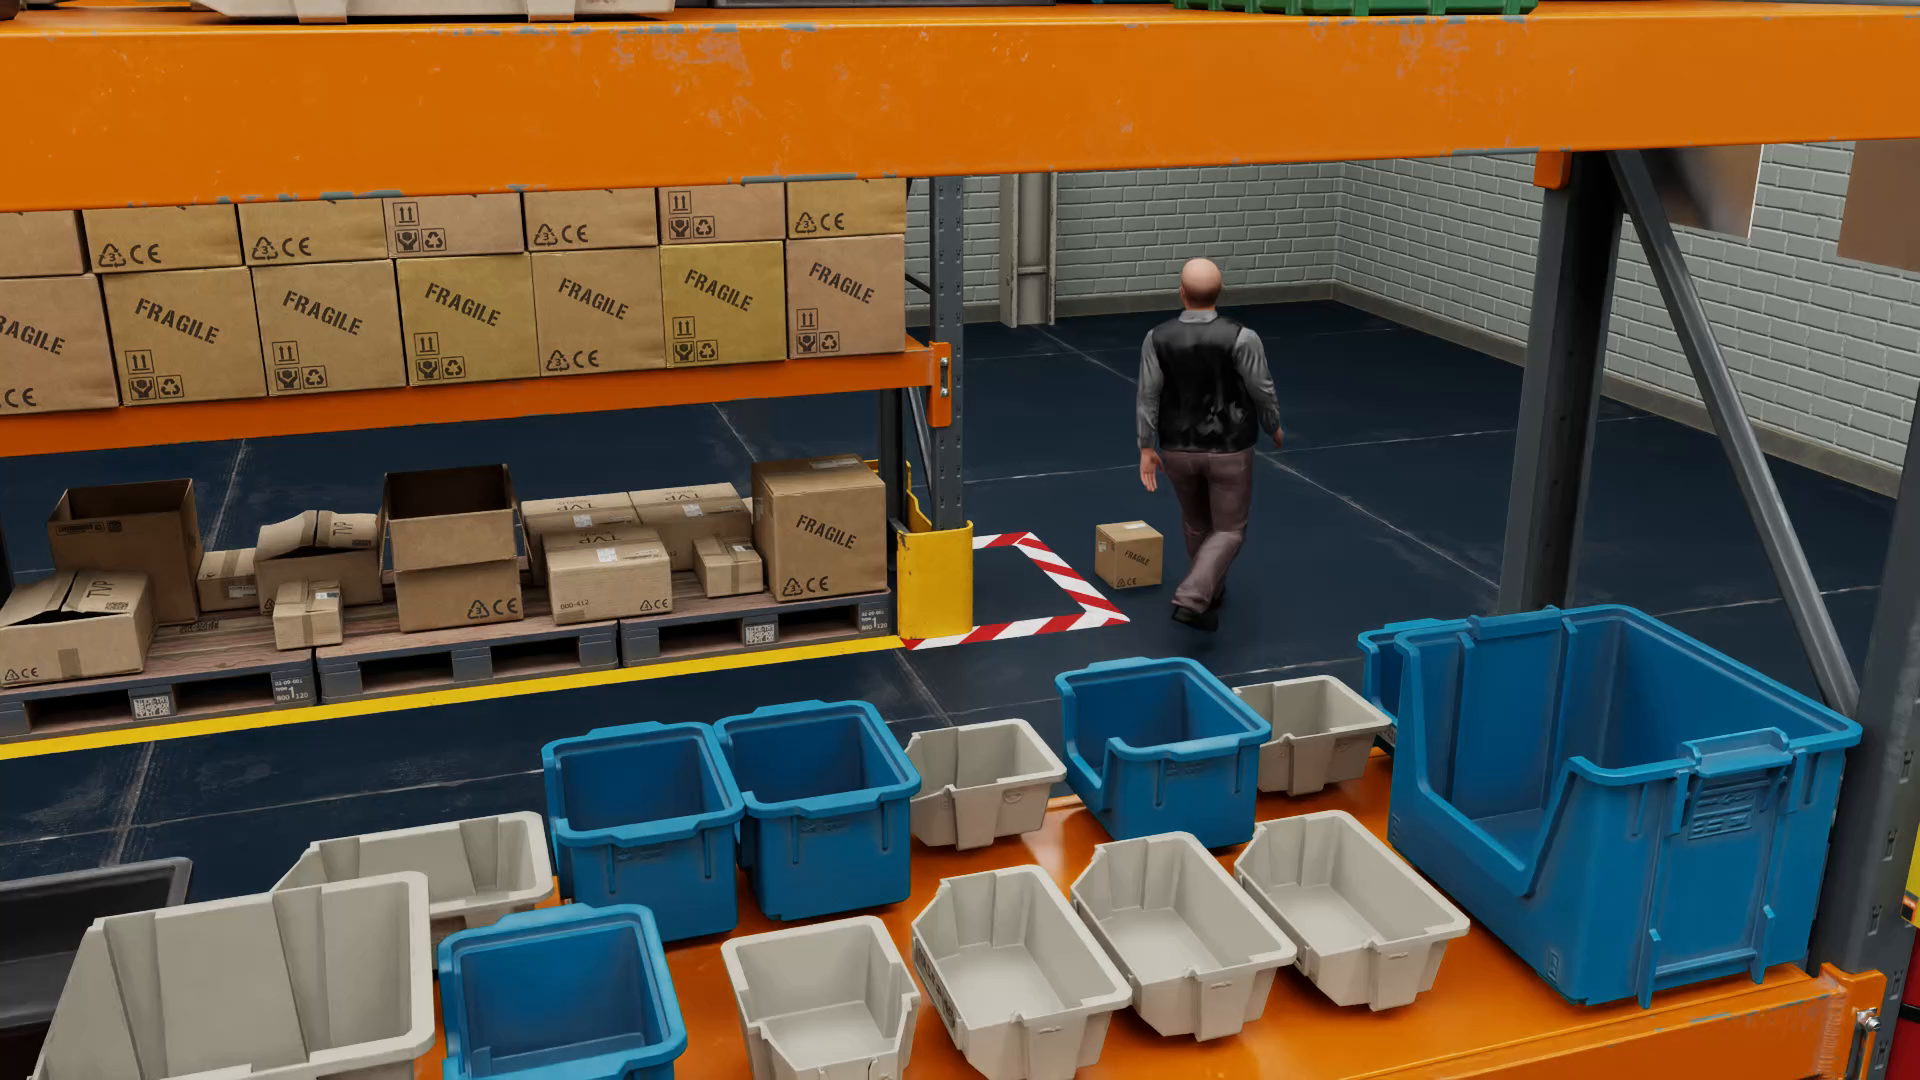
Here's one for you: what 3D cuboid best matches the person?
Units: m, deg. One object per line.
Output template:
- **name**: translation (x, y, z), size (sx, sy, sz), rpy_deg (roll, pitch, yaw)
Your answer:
- **person**: translation (1.100, -0.418, 7.355), size (0.593, 1.679, 0.922), rpy_deg (8, 21, 22)
